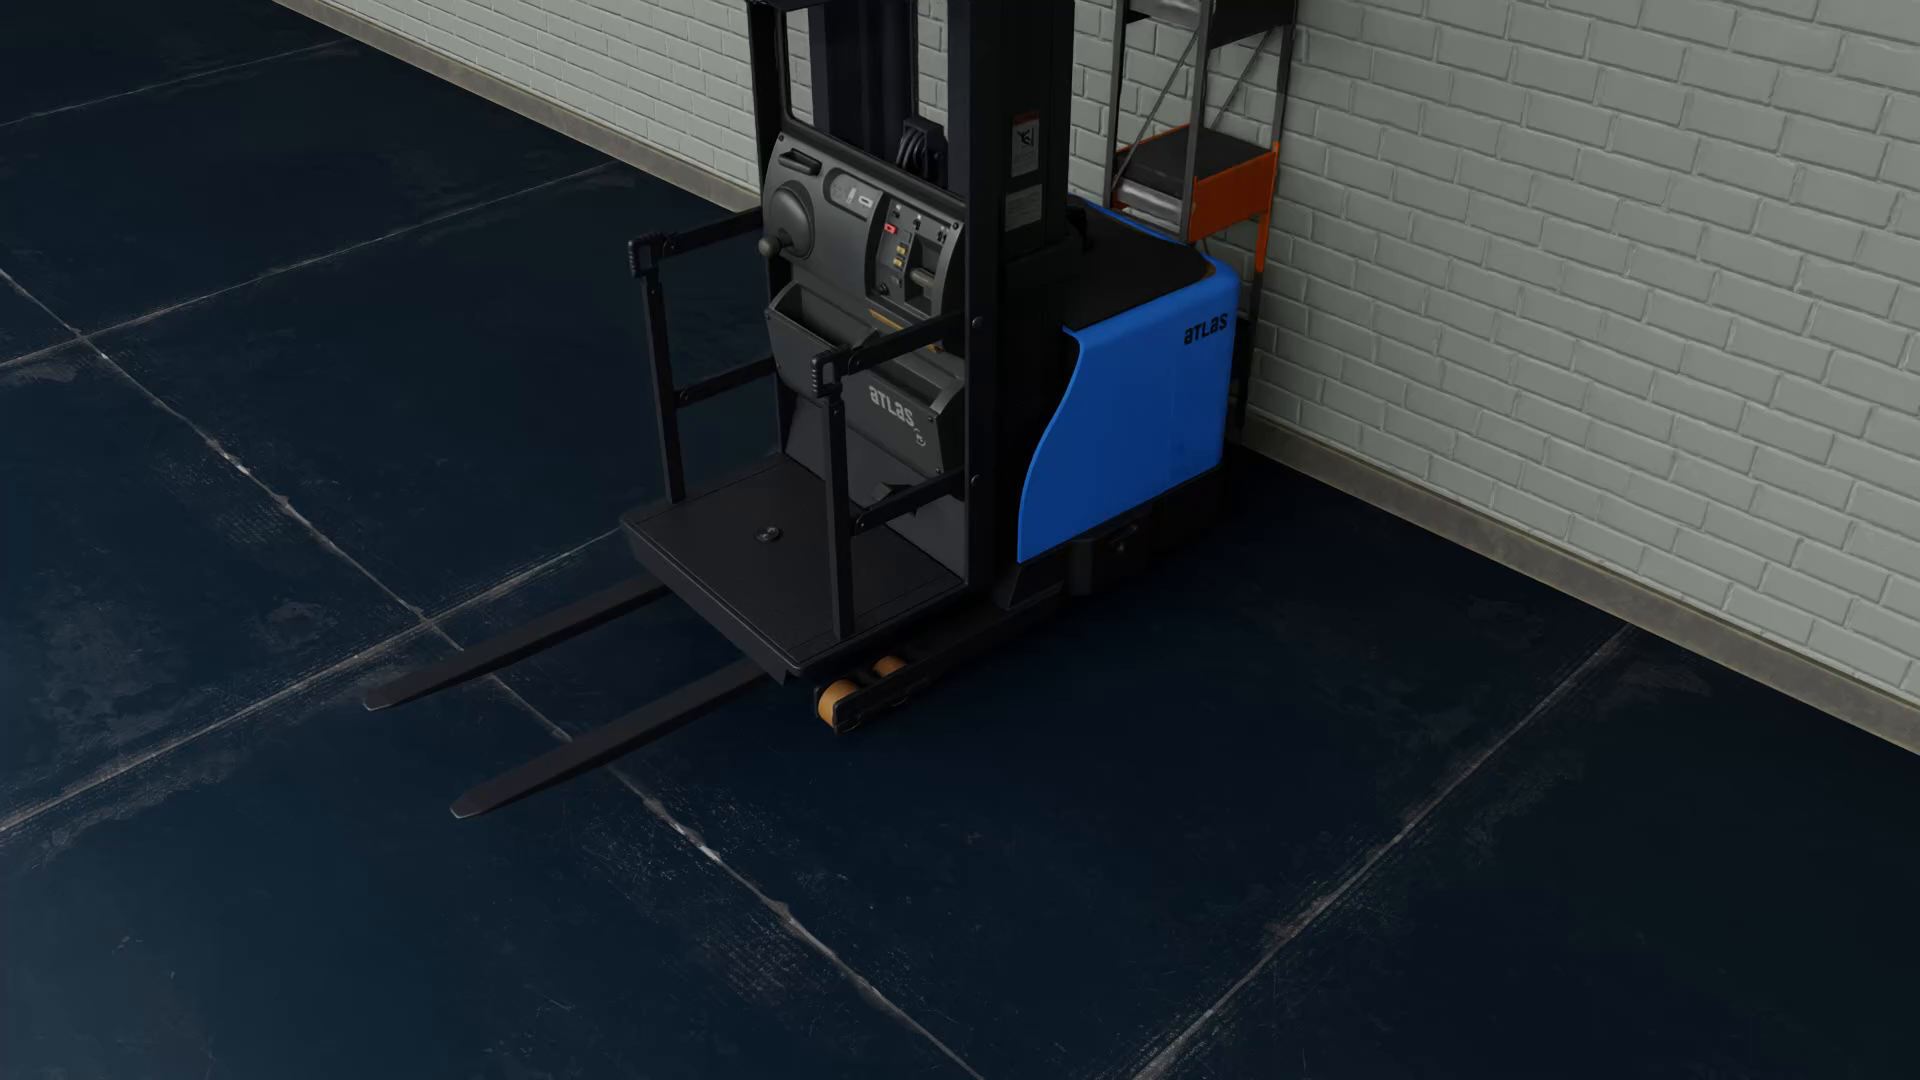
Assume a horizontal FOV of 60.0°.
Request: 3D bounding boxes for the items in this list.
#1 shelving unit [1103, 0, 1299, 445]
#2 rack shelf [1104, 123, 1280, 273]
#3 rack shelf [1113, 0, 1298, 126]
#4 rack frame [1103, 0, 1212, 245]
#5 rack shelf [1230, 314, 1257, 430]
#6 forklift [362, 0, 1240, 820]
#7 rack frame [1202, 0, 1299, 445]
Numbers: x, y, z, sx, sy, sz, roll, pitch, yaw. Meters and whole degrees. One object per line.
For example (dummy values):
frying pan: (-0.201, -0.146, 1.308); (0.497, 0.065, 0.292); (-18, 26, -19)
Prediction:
shelving unit: (0.847, -1.240, 6.178); (0.503, 2.100, 0.431); (-28, 44, -35)
rack shelf: (0.846, -1.229, 6.186); (0.480, 0.518, 0.431); (-28, 44, -35)
rack shelf: (0.856, -1.803, 5.786); (0.480, 0.518, 0.431); (-28, 44, -35)
rack frame: (0.671, -1.145, 6.037); (0.015, 2.100, 0.400); (-28, 44, -35)
rack shelf: (0.837, -0.654, 6.585); (0.480, 0.518, 0.431); (-28, 44, -35)
forklift: (-0.474, -0.926, 5.016); (3.031, 2.935, 1.130); (-25, 42, -32)
rack frame: (1.022, -1.334, 6.318); (0.015, 2.100, 0.400); (-28, 44, -35)
